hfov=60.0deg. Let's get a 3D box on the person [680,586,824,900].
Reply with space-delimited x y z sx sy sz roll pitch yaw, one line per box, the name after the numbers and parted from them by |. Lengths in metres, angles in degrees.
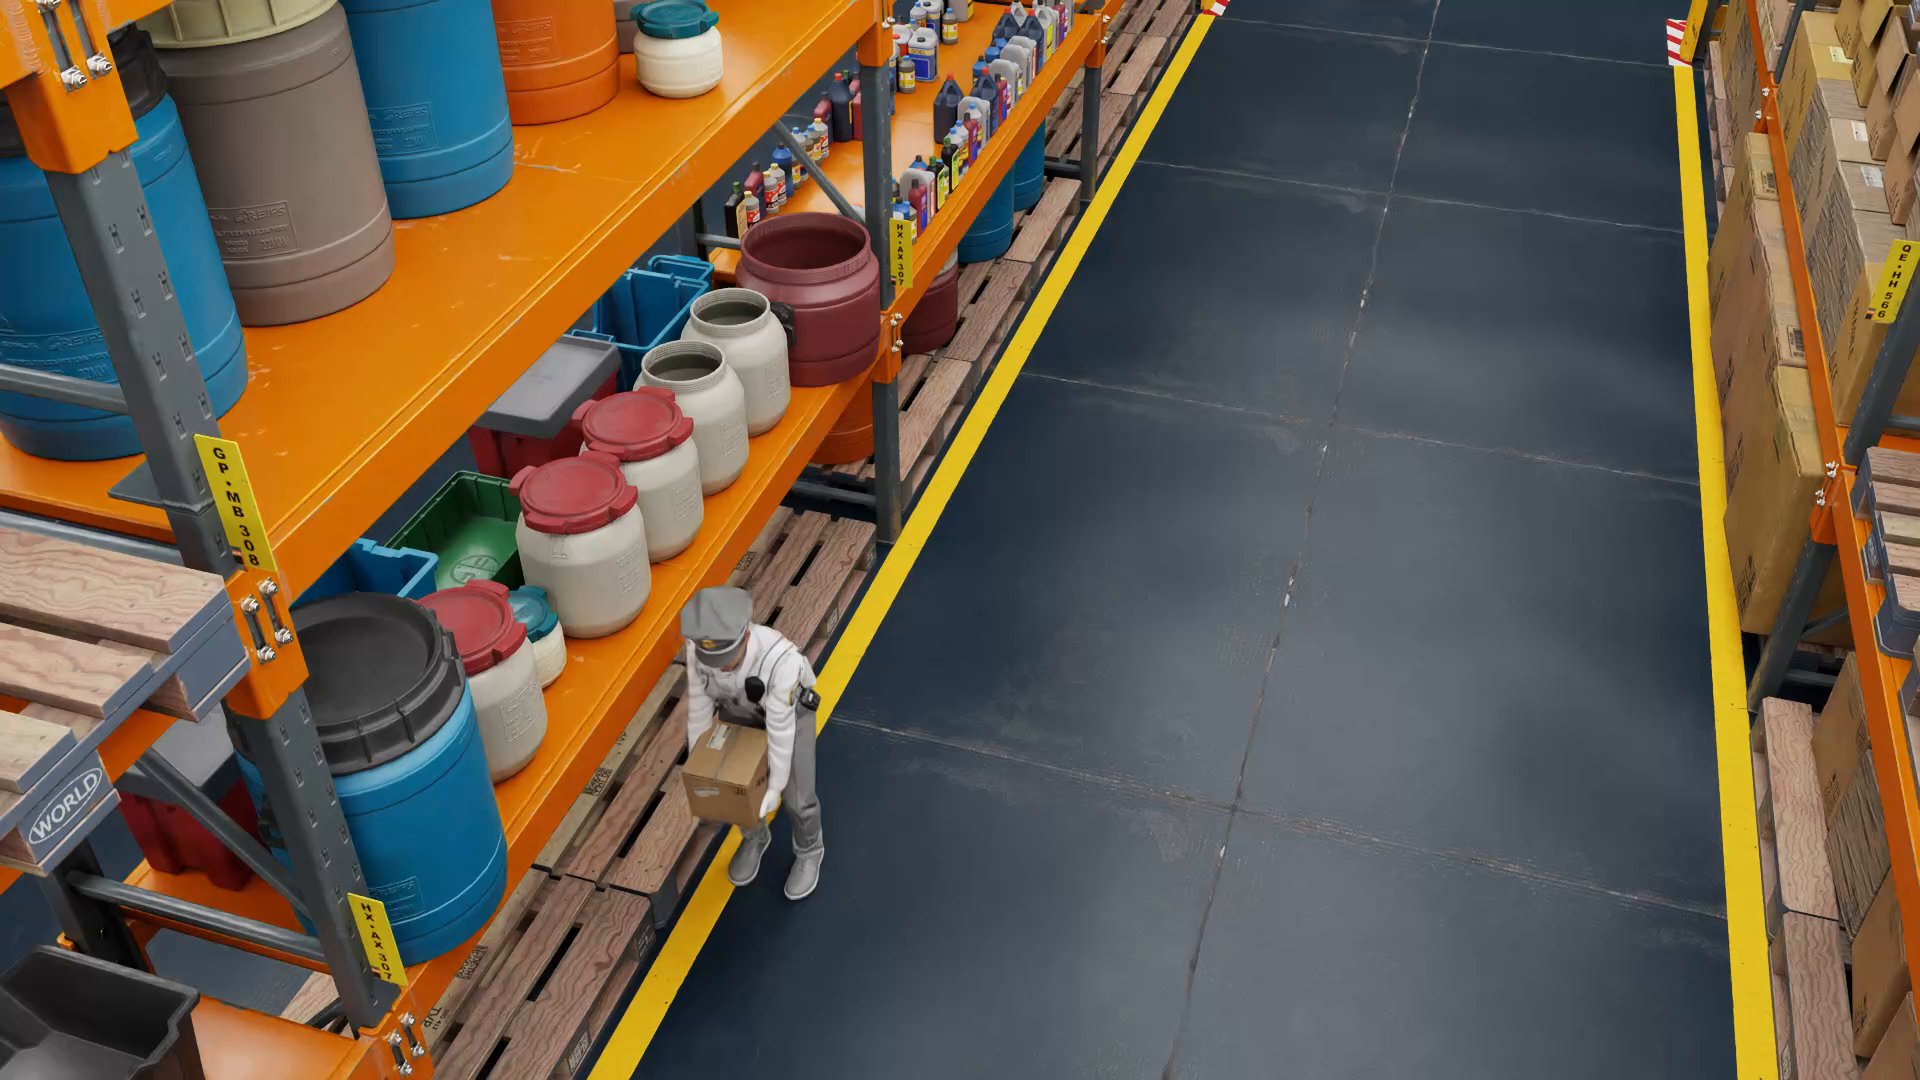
-0.737 0.731 6.012 0.407 1.572 0.623 10 38 13 | person
